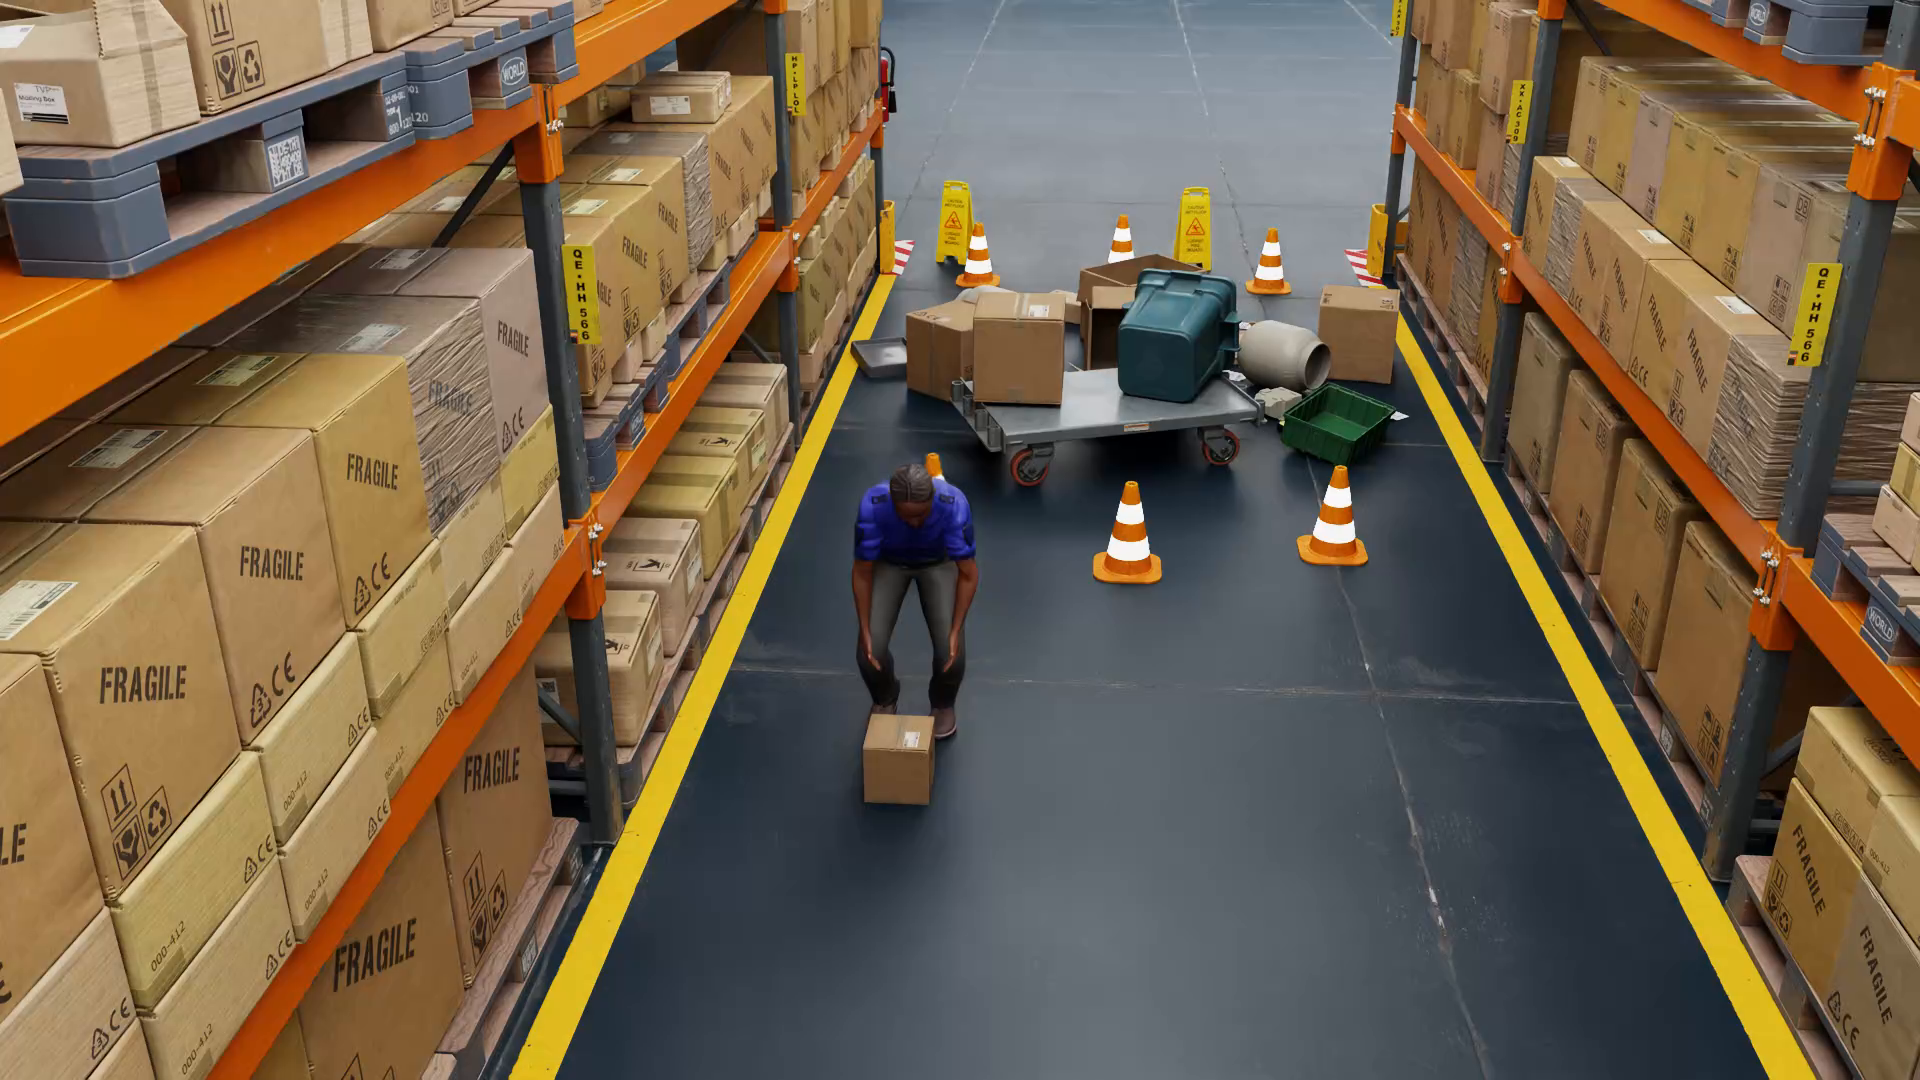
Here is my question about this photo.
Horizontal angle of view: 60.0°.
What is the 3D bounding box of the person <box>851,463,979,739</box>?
[{"bbox_3d":[-0.167,0.207,6.627,0.496,1.277,0.684,2,25,4],"label":"person"}]
